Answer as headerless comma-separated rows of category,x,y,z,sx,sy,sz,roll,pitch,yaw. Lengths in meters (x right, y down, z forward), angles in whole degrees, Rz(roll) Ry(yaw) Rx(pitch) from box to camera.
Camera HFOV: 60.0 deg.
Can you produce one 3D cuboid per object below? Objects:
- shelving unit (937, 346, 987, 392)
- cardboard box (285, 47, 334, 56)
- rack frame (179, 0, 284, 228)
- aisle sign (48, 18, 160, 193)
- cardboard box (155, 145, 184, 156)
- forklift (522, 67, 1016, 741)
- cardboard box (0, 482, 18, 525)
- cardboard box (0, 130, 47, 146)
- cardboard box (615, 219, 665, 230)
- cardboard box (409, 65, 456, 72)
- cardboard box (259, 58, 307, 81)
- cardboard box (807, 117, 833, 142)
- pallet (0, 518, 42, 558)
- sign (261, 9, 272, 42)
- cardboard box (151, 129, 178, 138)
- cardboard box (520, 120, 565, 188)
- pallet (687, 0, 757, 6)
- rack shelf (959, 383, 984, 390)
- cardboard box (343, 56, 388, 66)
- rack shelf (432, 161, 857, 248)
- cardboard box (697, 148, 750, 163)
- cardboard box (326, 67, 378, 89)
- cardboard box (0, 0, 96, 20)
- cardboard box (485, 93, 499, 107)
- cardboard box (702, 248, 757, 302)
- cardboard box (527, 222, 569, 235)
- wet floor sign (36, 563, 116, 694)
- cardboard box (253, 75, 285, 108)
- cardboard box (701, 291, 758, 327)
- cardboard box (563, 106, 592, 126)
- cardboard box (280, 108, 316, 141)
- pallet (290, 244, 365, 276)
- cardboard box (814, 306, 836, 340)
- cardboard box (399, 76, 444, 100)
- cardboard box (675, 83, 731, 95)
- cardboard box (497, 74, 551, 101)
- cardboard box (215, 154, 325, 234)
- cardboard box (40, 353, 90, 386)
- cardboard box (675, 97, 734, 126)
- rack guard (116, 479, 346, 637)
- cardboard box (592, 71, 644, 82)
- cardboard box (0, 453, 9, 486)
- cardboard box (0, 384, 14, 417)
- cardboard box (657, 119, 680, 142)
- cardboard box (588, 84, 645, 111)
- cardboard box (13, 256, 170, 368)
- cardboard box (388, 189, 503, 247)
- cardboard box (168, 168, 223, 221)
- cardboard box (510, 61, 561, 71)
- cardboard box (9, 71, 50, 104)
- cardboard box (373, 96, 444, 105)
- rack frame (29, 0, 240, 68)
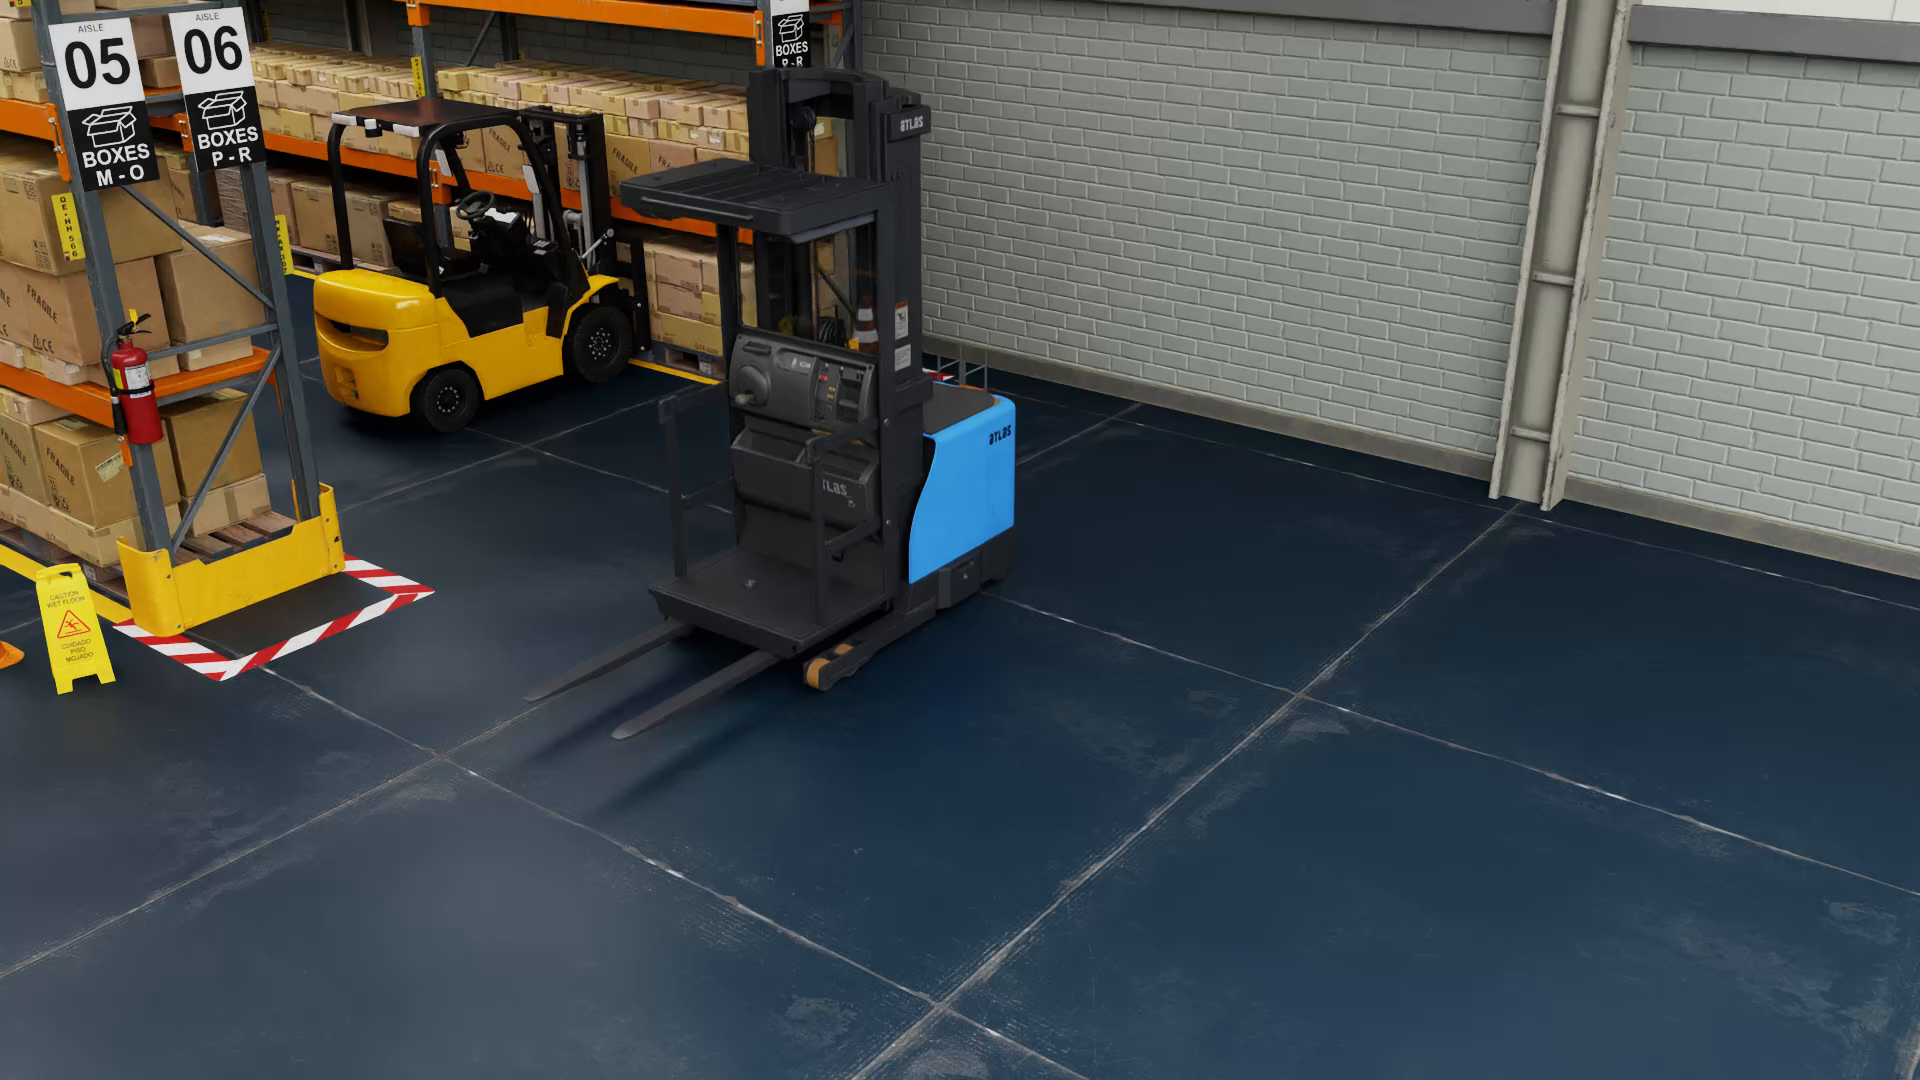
shelving unit,0.014,-0.547,10.003,0.189,1.200,0.258,16,28,32
cardboard box,-6.411,-4.764,16.414,0.250,0.149,0.380,16,28,32
rack frame,-7.478,-4.581,16.928,0.127,3.000,1.000,17,29,33
aisle sign,-4.175,-2.126,8.130,0.004,0.787,0.394,17,29,33
cardboard box,-8.262,-4.020,17.429,0.250,0.149,0.380,15,28,31
forklift,-0.943,-0.792,8.413,1.130,2.935,3.031,16,29,33
cardboard box,-5.690,-0.340,10.190,0.500,0.250,0.500,16,28,31
cardboard box,-5.460,-1.952,9.227,0.500,0.500,0.700,16,29,33
cardboard box,-2.549,-2.586,14.048,0.500,0.250,0.500,16,28,32
cardboard box,-4.812,-4.253,15.255,0.250,0.149,0.380,17,29,33
cardboard box,-6.360,-4.443,15.685,0.250,0.149,0.380,18,29,34
cardboard box,-1.192,-3.155,12.762,0.250,0.149,0.380,16,28,32
pallet,-5.712,-0.290,10.646,1.213,0.211,1.003,17,29,33
sign,-7.147,-5.291,17.102,0.005,0.325,0.100,17,29,33
cardboard box,-8.775,-4.449,18.401,0.250,0.149,0.380,17,29,34
cardboard box,-3.246,-3.226,13.727,0.500,0.500,0.500,16,29,33
pallet,-1.626,-4.158,12.357,1.213,0.211,1.003,17,29,33
rack shelf,0.014,-0.836,9.875,0.180,0.103,0.258,16,28,32
cardboard box,-5.622,-4.495,15.802,0.250,0.149,0.380,17,29,34
rack shelf,-2.677,-2.801,13.780,4.000,0.370,1.077,17,29,33
cardboard box,-1.627,-2.727,12.595,0.500,0.500,0.500,16,28,32
cardboard box,-5.527,-4.205,15.144,0.250,0.149,0.380,16,28,32
cardboard box,-4.498,-2.654,8.155,0.250,0.149,0.380,17,29,34
cardboard box,-3.746,-3.679,13.950,0.250,0.149,0.380,17,29,33
cardboard box,-1.632,-2.049,12.830,0.500,0.250,0.500,18,29,35
cardboard box,-3.270,-2.544,13.953,0.500,0.250,0.500,18,29,35
wet floor sign,-4.540,0.424,8.487,0.267,0.644,0.232,-15,28,-30
cardboard box,-6.461,-4.302,15.859,0.500,0.250,0.500,16,28,32
cardboard box,-1.653,-1.826,12.944,0.500,0.250,0.500,16,29,33
cardboard box,-2.954,-3.414,13.351,0.250,0.149,0.380,16,28,32
cardboard box,-6.039,-3.955,15.692,0.500,0.250,0.500,18,29,35
pallet,-5.870,-2.798,16.340,1.213,0.211,1.003,17,29,33
cardboard box,-1.352,-1.763,13.420,0.500,0.250,0.500,17,29,34
cardboard box,-4.683,-3.968,14.606,0.250,0.149,0.380,18,29,35
cardboard box,-2.041,-3.529,13.243,0.250,0.149,0.380,18,29,35
cardboard box,-3.582,-3.732,13.702,0.250,0.149,0.380,18,29,34
cardboard box,-6.987,-3.532,16.969,0.625,0.625,0.875,18,29,35
cardboard box,-4.747,-0.976,9.057,0.250,0.149,0.380,16,29,33
cardboard box,-1.931,-3.248,12.605,0.250,0.149,0.380,18,29,34
rack guard,-4.111,0.081,9.446,0.348,0.500,1.175,17,29,33
cardboard box,-2.835,-3.793,13.841,0.250,0.149,0.380,16,29,33
cardboard box,-5.667,-0.681,10.034,0.500,0.500,0.500,16,28,32
cardboard box,-5.381,-0.857,9.629,0.250,0.149,0.380,17,29,34
cardboard box,-2.106,-3.181,12.821,0.250,0.149,0.380,17,29,33
cardboard box,-2.720,-3.513,13.206,0.250,0.149,0.380,17,29,34
cardboard box,-4.650,-1.269,8.916,0.500,0.500,0.500,16,29,32
cardboard box,-4.701,-2.842,15.405,0.625,0.625,0.875,18,30,36
cardboard box,-7.945,-3.663,17.422,0.500,0.500,0.500,18,29,35
cardboard box,-3.664,-4.039,14.399,0.250,0.149,0.380,16,28,32
cardboard box,-4.503,-2.298,8.337,0.250,0.149,0.380,17,29,34
cardboard box,-4.823,-3.810,14.744,0.500,0.250,0.500,16,28,32
rack frame,-4.050,-3.790,7.691,0.127,3.000,1.000,17,29,33
